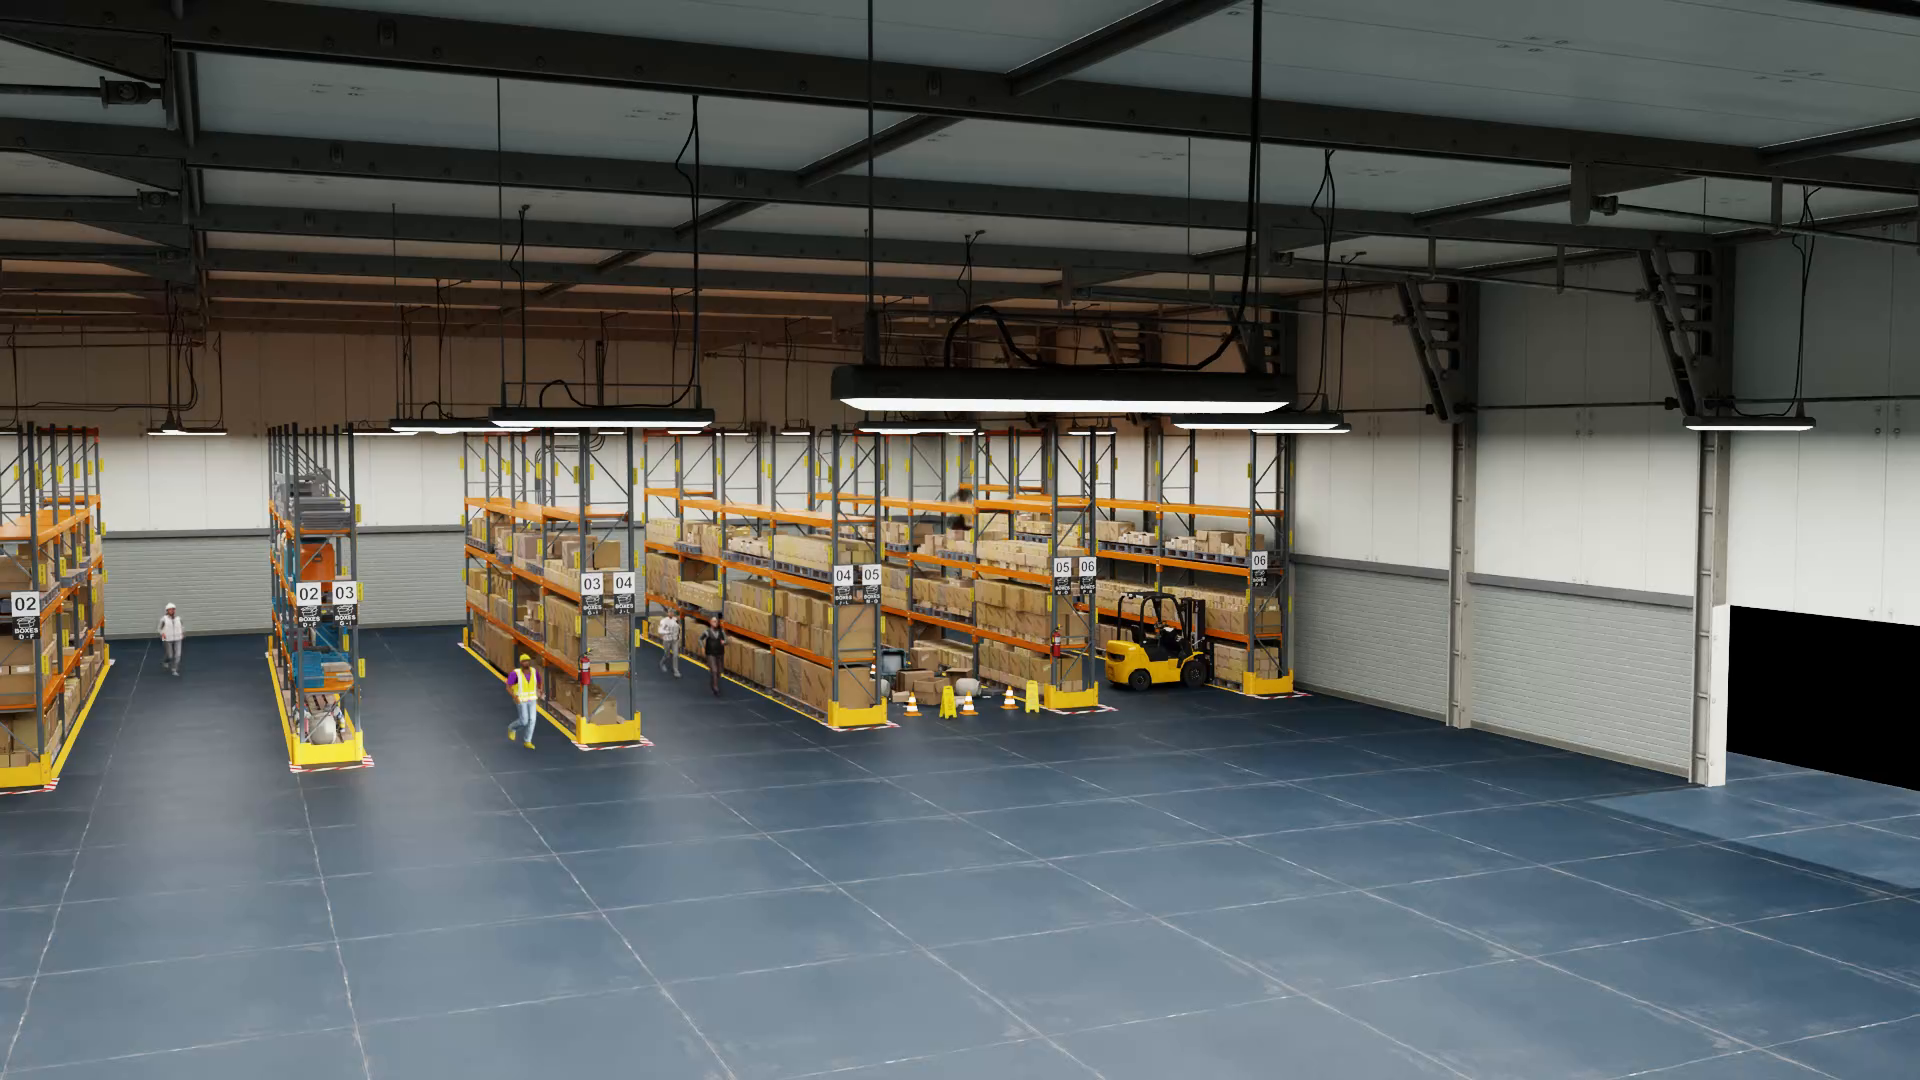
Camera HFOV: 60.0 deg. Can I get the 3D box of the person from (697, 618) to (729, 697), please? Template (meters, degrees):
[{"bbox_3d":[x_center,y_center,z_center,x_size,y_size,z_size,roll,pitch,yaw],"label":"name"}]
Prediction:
[{"bbox_3d":[-5.457,2.579,36.995,0.656,1.707,0.969,-2,4,-30],"label":"person"}]

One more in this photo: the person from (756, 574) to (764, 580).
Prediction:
[{"bbox_3d":[-6.146,1.766,50.578,0.549,1.730,0.707,-1,4,-21],"label":"person"}]

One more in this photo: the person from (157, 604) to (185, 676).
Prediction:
[{"bbox_3d":[-19.058,2.406,40.215,0.661,1.744,0.733,-3,5,-42],"label":"person"}]

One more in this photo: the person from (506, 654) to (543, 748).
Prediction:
[{"bbox_3d":[-8.087,2.977,30.921,0.698,1.741,0.662,-3,4,-39],"label":"person"}]

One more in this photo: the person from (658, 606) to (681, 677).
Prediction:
[{"bbox_3d":[-6.925,2.411,39.828,0.617,1.667,0.958,-2,4,-32],"label":"person"}]
